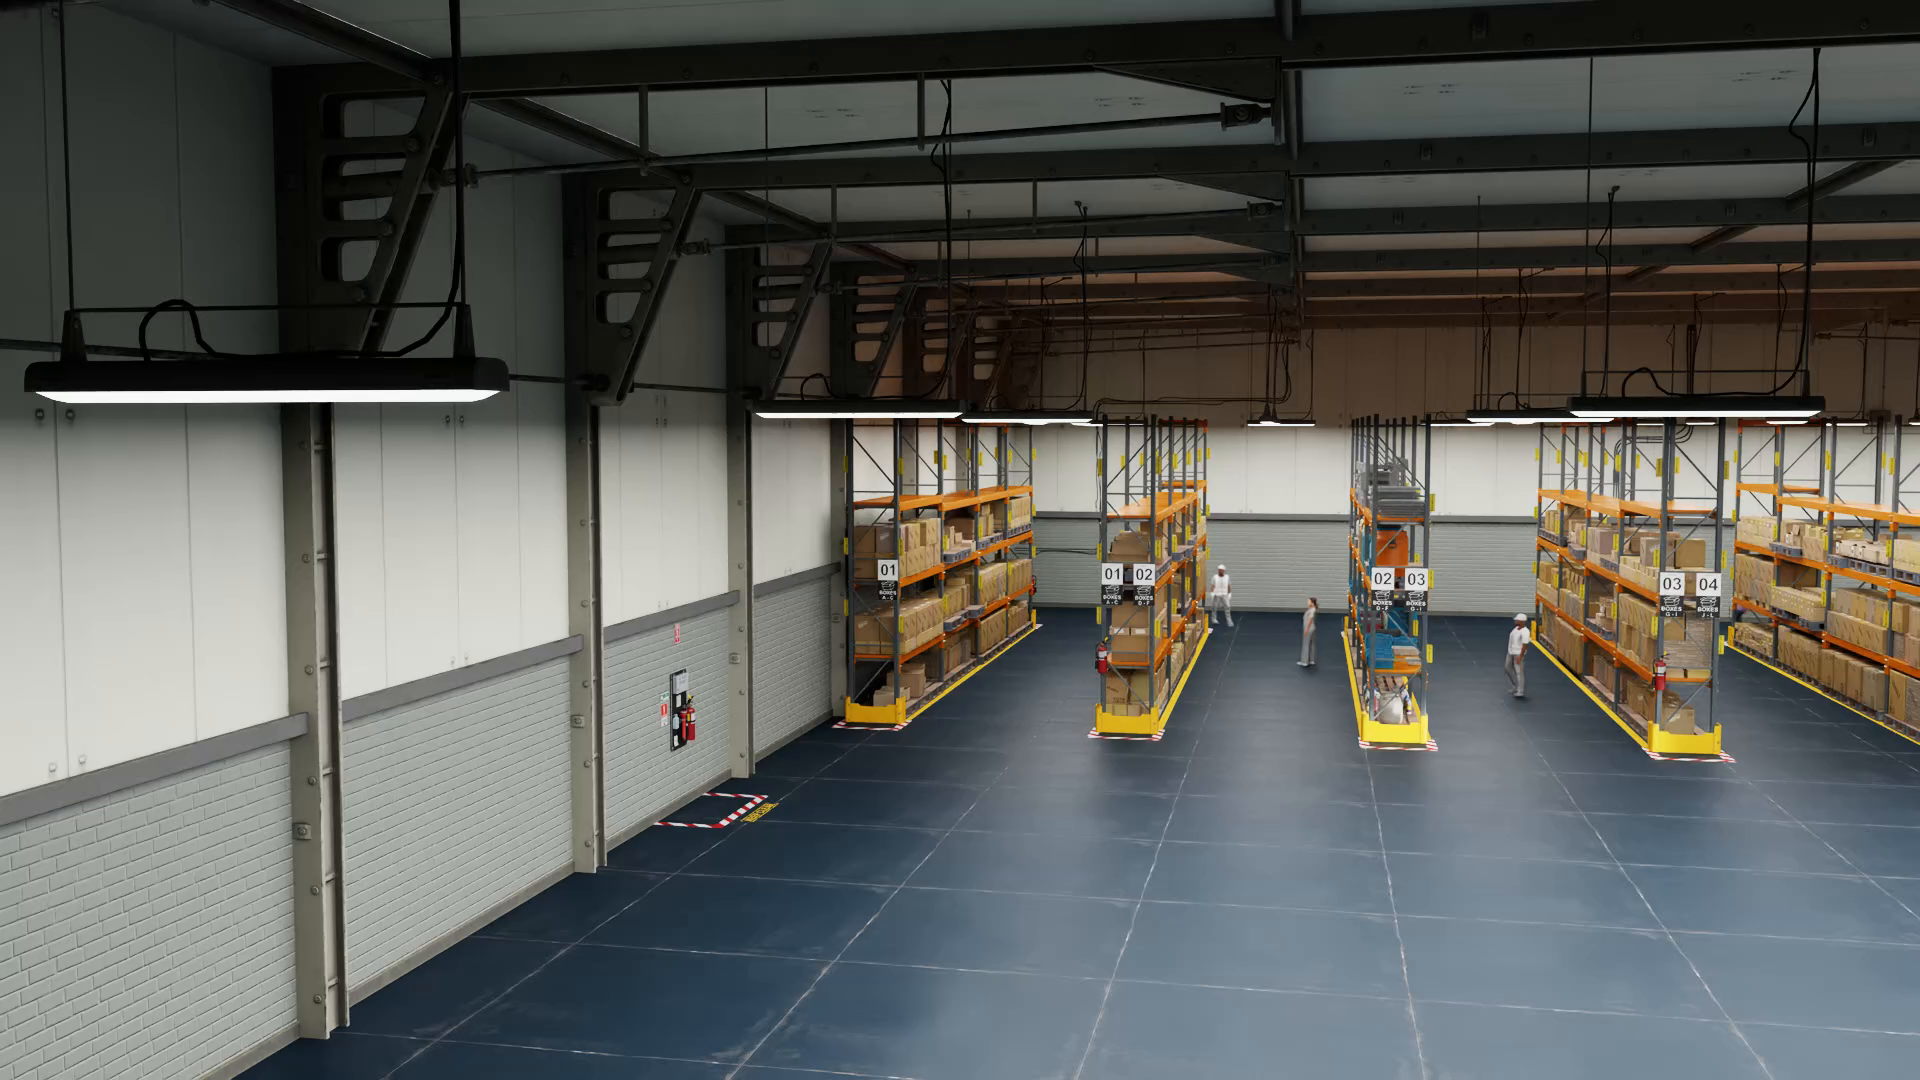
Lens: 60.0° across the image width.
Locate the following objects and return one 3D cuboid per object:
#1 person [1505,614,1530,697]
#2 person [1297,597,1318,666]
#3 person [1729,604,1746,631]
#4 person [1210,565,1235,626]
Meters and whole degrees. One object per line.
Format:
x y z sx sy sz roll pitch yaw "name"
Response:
11.976 2.465 35.758 0.439 1.781 0.675 -1 4 -16 "person"
8.412 2.211 40.281 0.468 1.671 0.508 2 4 22 "person"
21.078 1.911 45.073 0.439 1.603 0.431 1 4 12 "person"
7.621 1.595 48.378 0.699 1.732 0.966 -1 4 -16 "person"
